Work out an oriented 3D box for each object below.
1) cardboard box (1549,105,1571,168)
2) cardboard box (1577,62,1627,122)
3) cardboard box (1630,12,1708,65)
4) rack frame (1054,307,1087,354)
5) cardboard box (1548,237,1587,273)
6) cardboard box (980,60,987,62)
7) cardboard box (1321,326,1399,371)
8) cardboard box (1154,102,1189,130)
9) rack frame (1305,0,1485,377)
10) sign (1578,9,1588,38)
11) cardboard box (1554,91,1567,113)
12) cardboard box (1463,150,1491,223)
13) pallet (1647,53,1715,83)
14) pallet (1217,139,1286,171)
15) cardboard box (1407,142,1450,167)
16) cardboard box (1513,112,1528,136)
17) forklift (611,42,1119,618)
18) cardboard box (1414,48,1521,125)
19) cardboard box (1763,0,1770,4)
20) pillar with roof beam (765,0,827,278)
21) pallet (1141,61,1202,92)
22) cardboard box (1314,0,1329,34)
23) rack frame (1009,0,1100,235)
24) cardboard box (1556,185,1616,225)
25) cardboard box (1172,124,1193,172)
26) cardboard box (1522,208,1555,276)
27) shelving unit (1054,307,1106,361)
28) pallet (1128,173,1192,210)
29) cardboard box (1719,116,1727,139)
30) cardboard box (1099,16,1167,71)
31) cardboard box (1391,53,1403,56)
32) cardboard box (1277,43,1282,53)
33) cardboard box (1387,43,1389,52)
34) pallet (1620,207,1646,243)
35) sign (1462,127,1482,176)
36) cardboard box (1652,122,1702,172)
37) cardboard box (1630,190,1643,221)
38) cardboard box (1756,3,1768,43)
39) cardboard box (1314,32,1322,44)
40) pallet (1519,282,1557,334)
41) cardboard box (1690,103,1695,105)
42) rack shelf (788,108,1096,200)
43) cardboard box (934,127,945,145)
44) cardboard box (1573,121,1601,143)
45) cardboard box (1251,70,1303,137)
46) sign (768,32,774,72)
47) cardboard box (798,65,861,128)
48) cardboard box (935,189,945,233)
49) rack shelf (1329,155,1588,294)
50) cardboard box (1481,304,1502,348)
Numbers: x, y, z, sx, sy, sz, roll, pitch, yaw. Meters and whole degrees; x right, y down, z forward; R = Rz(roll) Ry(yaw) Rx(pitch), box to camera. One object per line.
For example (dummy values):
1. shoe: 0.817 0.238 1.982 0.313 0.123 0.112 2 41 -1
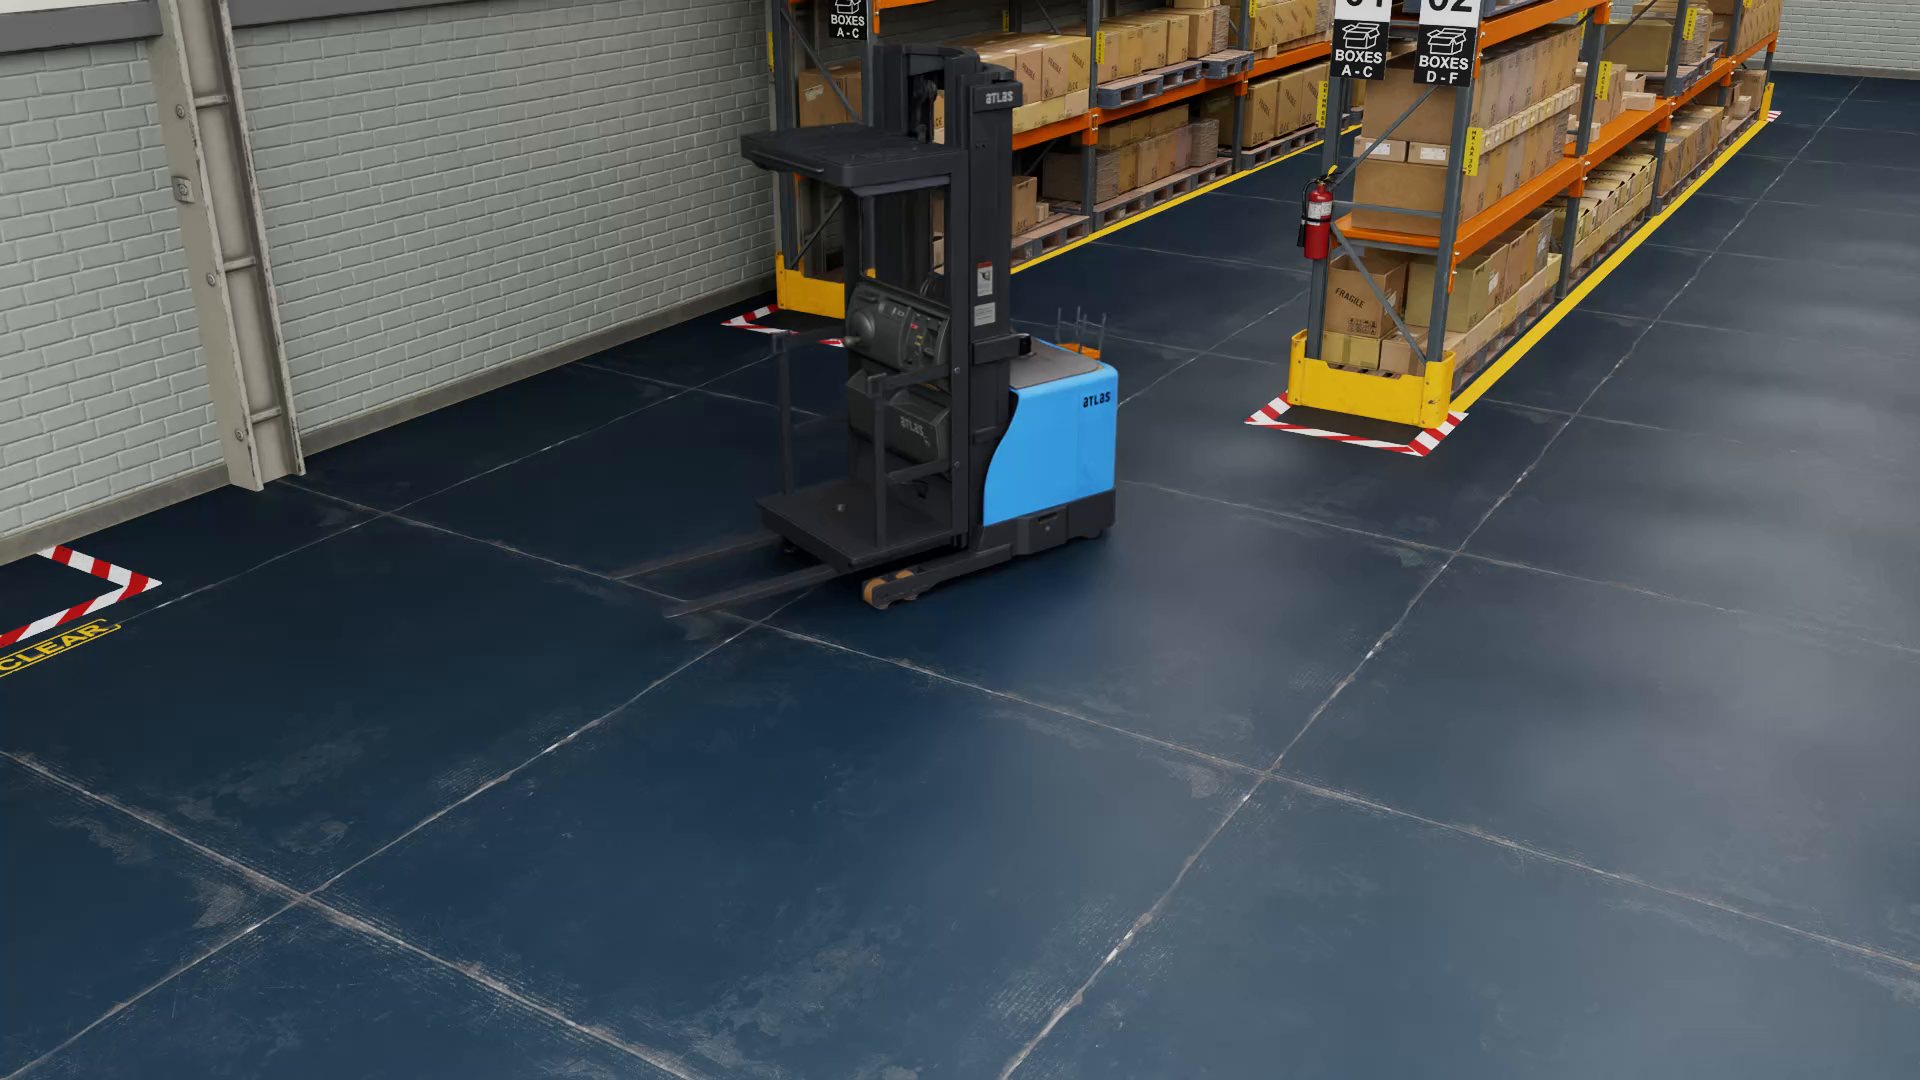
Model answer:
1. cardboard box: 4.950 -3.612 14.691 0.700 0.500 0.500 13 27 28
2. cardboard box: 6.417 -4.543 16.843 0.500 0.500 0.500 12 26 26
3. cardboard box: 8.169 -5.810 19.241 0.700 0.500 0.500 20 31 39
4. rack frame: 0.643 -0.883 10.721 0.006 1.200 0.240 -9 23 -43
5. cardboard box: 5.602 -2.732 15.717 0.500 0.250 0.500 13 27 28
6. cardboard box: -0.088 -4.124 15.220 0.500 0.500 0.500 13 27 27
7. cardboard box: 3.100 -1.541 12.965 0.500 0.250 0.500 14 27 29
8. cardboard box: 2.388 -5.069 19.833 0.500 0.250 0.500 14 27 30
9. rack frame: 3.068 -2.367 11.941 1.000 3.000 0.127 14 27 29
10. sign: 6.822 -5.672 18.220 0.100 0.325 0.005 14 27 29
11. cardboard box: 4.949 -3.752 14.198 0.380 0.149 0.250 13 27 27
12. cardboard box: 3.598 -2.746 12.691 0.700 0.500 0.500 15 27 30
13. pallet: 8.310 -5.636 19.735 1.003 0.211 1.213 14 27 29
14. pallet: 3.558 -5.074 21.706 1.003 0.211 1.213 14 27 29
15. cardboard box: 3.458 -2.798 11.994 0.380 0.149 0.250 14 27 29
16. cardboard box: 4.270 -3.316 13.192 0.380 0.149 0.250 14 27 29
17. forklift: -0.524 -1.196 9.322 3.031 2.935 1.130 -16 28 -33
18. cardboard box: 3.891 -3.530 12.869 0.700 0.500 0.500 14 27 29
19. cardboard box: 10.701 -7.544 22.516 0.500 0.500 0.500 15 27 31
20. pillar with roof beam: 2.150 -5.672 12.025 9.100 9.000 0.400 14 27 29
21. pallet: 2.068 -5.339 19.049 1.003 0.211 1.213 14 27 29
22. cardboard box: 4.626 -7.095 22.337 0.500 0.500 0.500 14 27 29
23. rack frame: 0.968 -4.754 17.455 1.000 3.000 0.127 14 27 29
24. cardboard box: 6.148 -3.335 16.405 0.500 0.311 0.500 13 27 27
25. cardboard box: 2.372 -4.755 20.051 0.700 0.500 0.500 14 27 29
26. cardboard box: 4.846 -2.623 14.522 0.500 0.500 0.500 14 27 29
27. shelving unit: 0.709 -0.894 10.784 0.189 1.200 0.258 -9 23 -43
28. pallet: 2.020 -4.150 19.572 1.003 0.211 1.213 14 27 29
29. cardboard box: 9.803 -5.481 21.967 0.500 0.311 0.500 14 27 29
30. cardboard box: 1.887 -5.582 18.689 0.700 0.500 0.500 18 29 36
31. cardboard box: 6.750 -7.423 26.240 0.700 0.500 0.500 14 27 29
32. cardboard box: 3.958 -6.416 21.585 0.380 0.149 0.250 15 27 30
33. cardboard box: 6.511 -7.718 26.105 0.380 0.149 0.250 14 27 29
34. pallet: 6.821 -3.518 18.110 1.003 0.211 1.213 14 27 29
35. sign: 3.537 -2.682 11.480 0.100 0.325 0.005 14 27 29
36. cardboard box: 8.582 -4.739 20.013 0.500 0.500 0.500 13 27 27
37. cardboard box: 6.949 -3.594 17.710 0.500 0.250 0.500 14 27 28
38. cardboard box: 10.699 -7.092 22.730 0.500 0.500 0.500 13 27 28
39. cardboard box: 4.687 -6.836 22.556 0.380 0.149 0.250 14 27 29
40. pallet: 4.723 -2.178 15.014 1.003 0.211 1.213 14 27 29
41. cardboard box: 9.853 -5.890 22.910 0.500 0.311 0.500 14 27 29
42. rack shelf: -0.087 -3.749 16.039 1.077 0.370 4.000 14 27 29
43. cardboard box: -0.353 -3.620 15.001 0.500 0.250 0.500 13 27 27
44. cardboard box: 5.819 -3.858 15.702 0.380 0.149 0.250 14 27 29
45. cardboard box: 4.045 -5.825 22.107 0.750 0.750 0.750 14 27 29
46. sign: -1.603 -4.203 14.328 0.100 0.325 0.005 14 27 29
47. cardboard box: -1.074 -3.892 14.684 0.500 0.500 0.500 14 27 28
48. cardboard box: 0.029 -3.103 16.234 0.700 0.500 0.500 12 26 26
49. rack shelf: 4.123 -2.712 13.644 1.077 0.370 4.000 14 27 29
50. cardboard box: 4.065 -1.770 13.496 0.500 0.250 0.500 14 27 29
